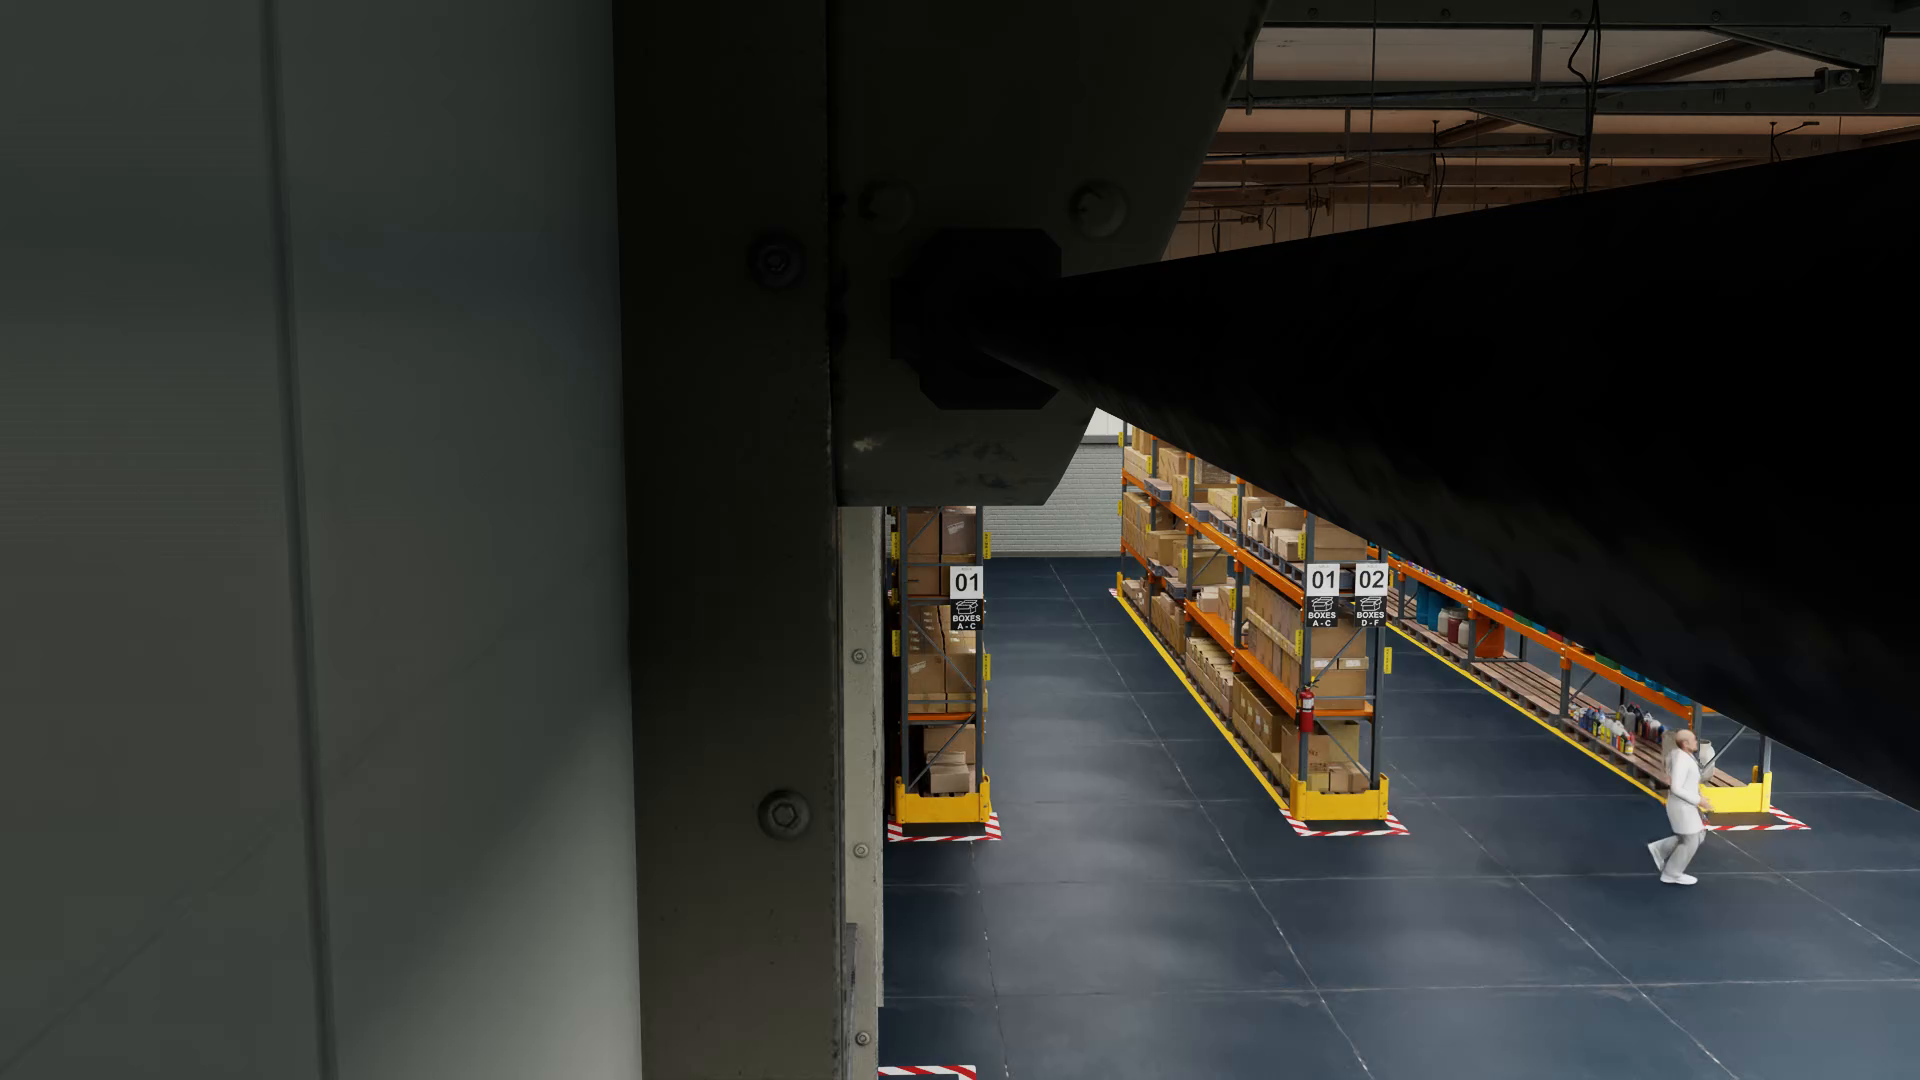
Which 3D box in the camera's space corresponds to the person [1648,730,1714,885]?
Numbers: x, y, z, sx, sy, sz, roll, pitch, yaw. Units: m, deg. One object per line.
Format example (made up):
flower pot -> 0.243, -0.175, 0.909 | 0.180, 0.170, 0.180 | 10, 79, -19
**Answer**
person -> 7.906, 2.923, 18.215 | 0.632, 1.730, 0.689 | 3, 9, 21
